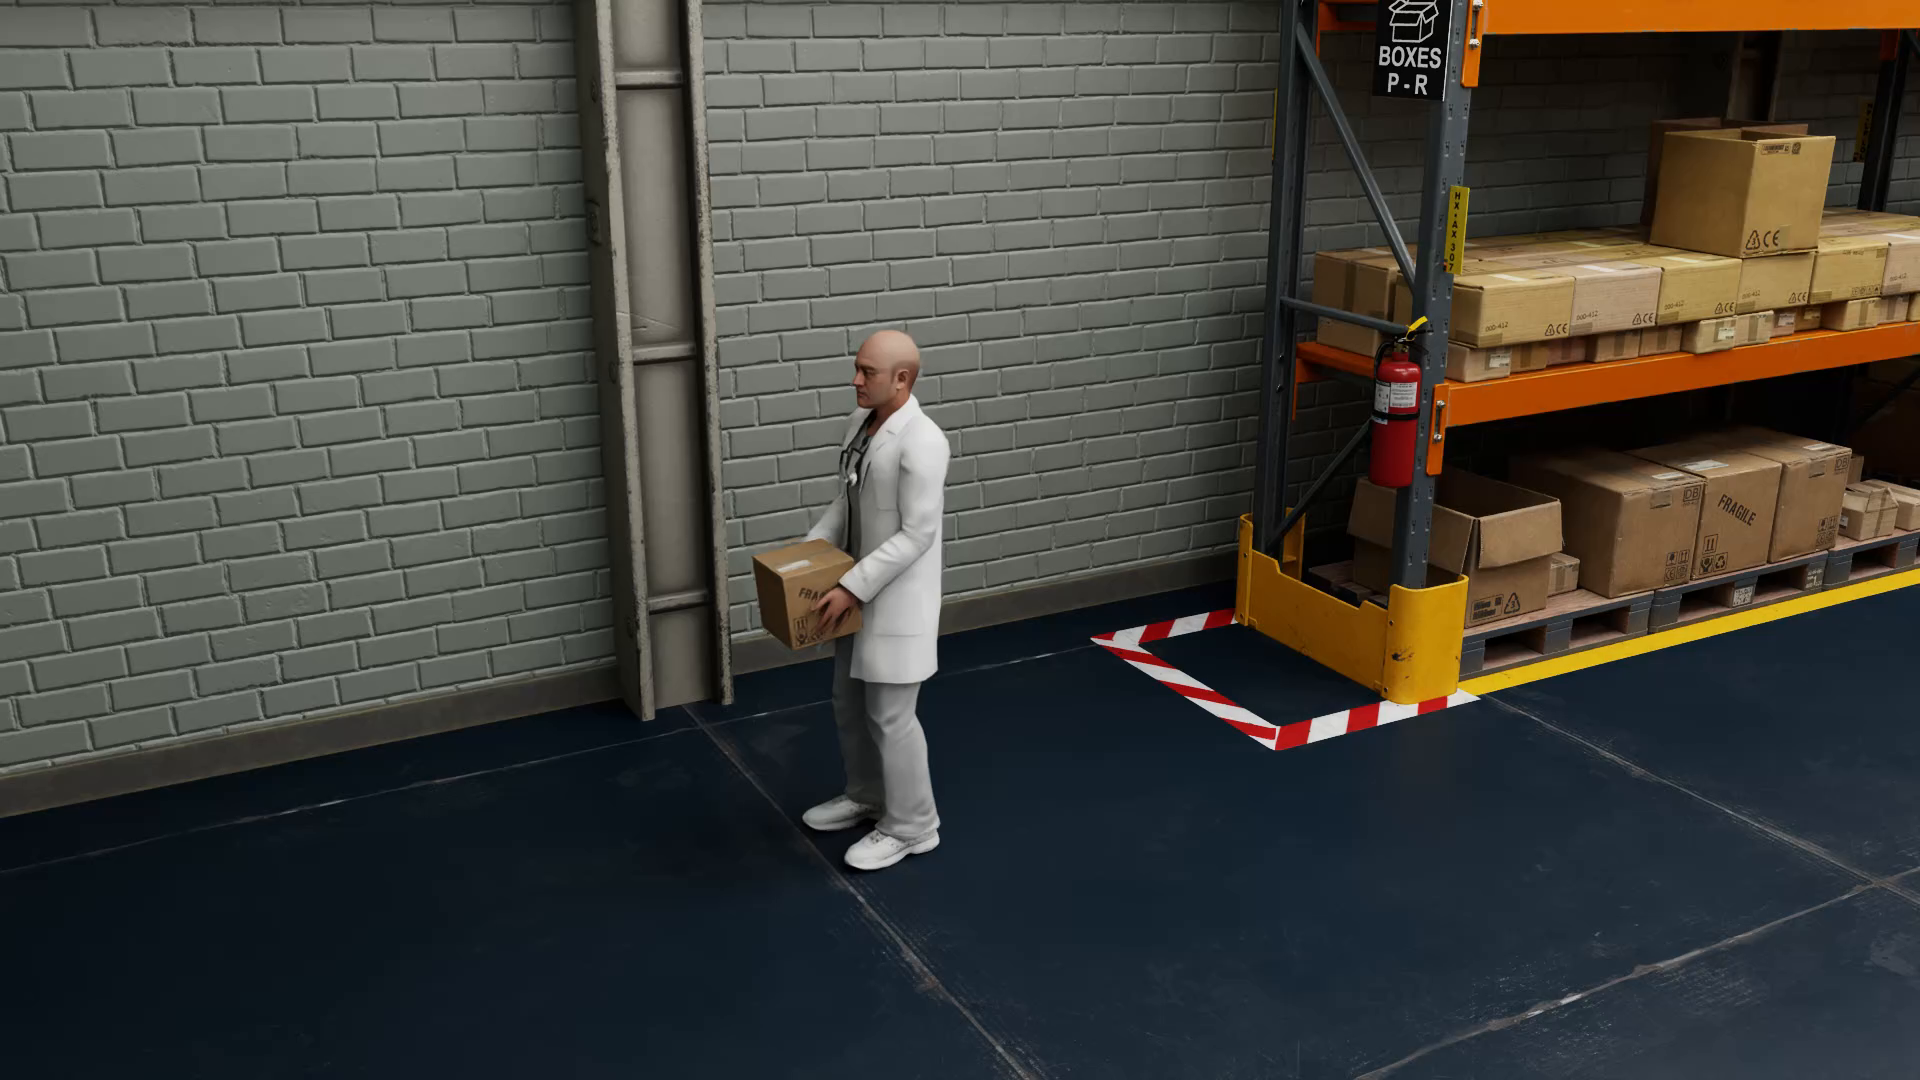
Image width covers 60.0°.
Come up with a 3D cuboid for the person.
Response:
[{"bbox_3d":[-0.262,0.200,5.477,0.428,1.772,0.640,-11,21,-29],"label":"person"}]
